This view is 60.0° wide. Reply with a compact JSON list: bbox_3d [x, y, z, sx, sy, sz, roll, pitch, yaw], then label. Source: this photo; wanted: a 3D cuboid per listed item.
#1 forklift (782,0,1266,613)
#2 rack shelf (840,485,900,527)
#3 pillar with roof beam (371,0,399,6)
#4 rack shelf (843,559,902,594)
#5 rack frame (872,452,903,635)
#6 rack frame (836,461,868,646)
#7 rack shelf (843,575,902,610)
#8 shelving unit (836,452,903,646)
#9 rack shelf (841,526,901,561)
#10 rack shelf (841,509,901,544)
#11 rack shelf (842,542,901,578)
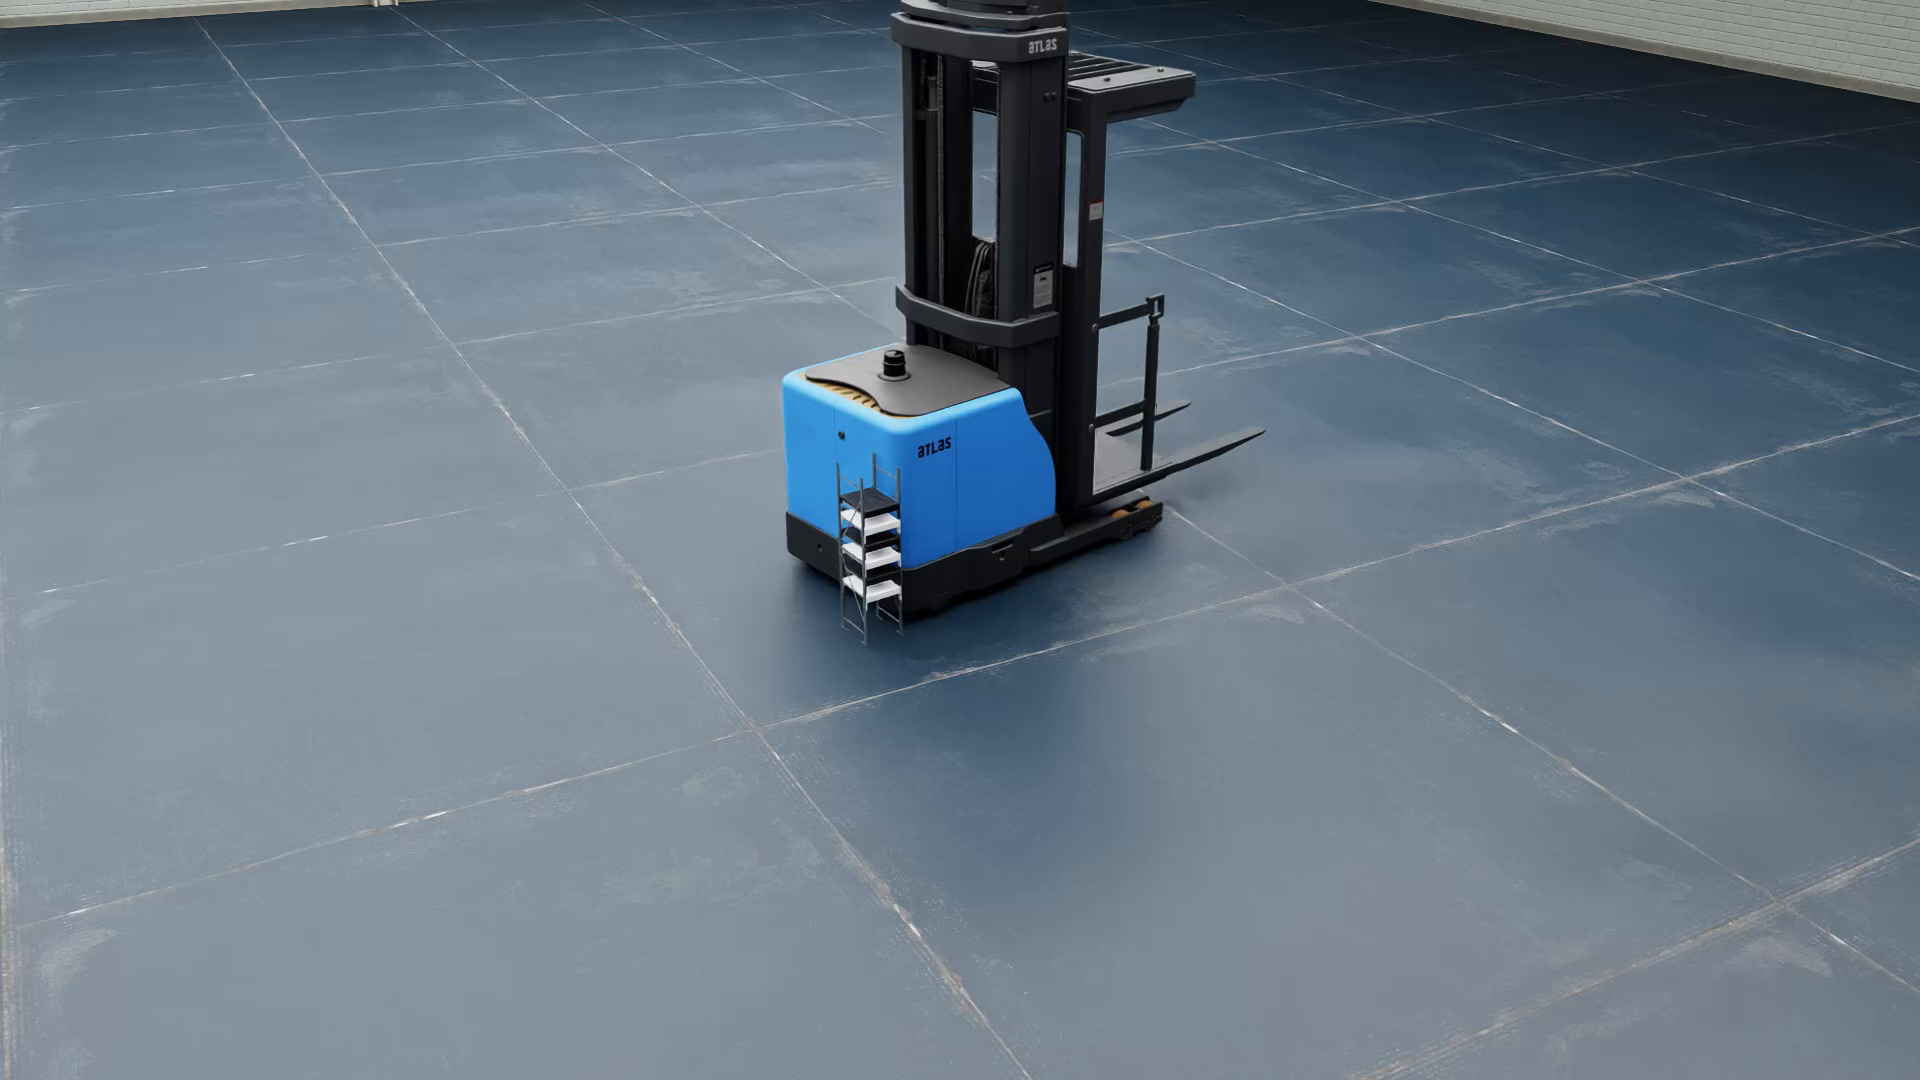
[{"bbox_3d":[0.510,-1.475,8.935,3.031,2.935,1.130,-21,33,-36],"label":"forklift"},{"bbox_3d":[-0.440,-0.165,8.007,0.200,0.077,0.258,-16,30,-31],"label":"rack shelf"},{"bbox_3d":[-7.691,-11.459,22.720,0.400,9.000,9.100,-13,29,-25],"label":"pillar with roof beam"},{"bbox_3d":[-0.440,0.159,8.163,0.200,0.077,0.258,-16,30,-31],"label":"rack shelf"},{"bbox_3d":[-0.356,0.023,8.161,0.006,0.900,0.240,-16,30,-31],"label":"rack frame"},{"bbox_3d":[-0.524,0.073,8.058,0.006,0.900,0.240,-16,30,-31],"label":"rack frame"},{"bbox_3d":[-0.440,0.241,8.202,0.200,0.077,0.258,-16,30,-31],"label":"rack shelf"},{"bbox_3d":[-0.440,0.048,8.110,0.210,0.900,0.258,-16,30,-31],"label":"shelving unit"},{"bbox_3d":[-0.440,-0.003,8.085,0.200,0.077,0.258,-16,30,-31],"label":"rack shelf"},{"bbox_3d":[-0.440,-0.084,8.046,0.200,0.077,0.258,-16,30,-31],"label":"rack shelf"},{"bbox_3d":[-0.440,0.078,8.124,0.200,0.077,0.258,-16,30,-31],"label":"rack shelf"}]
